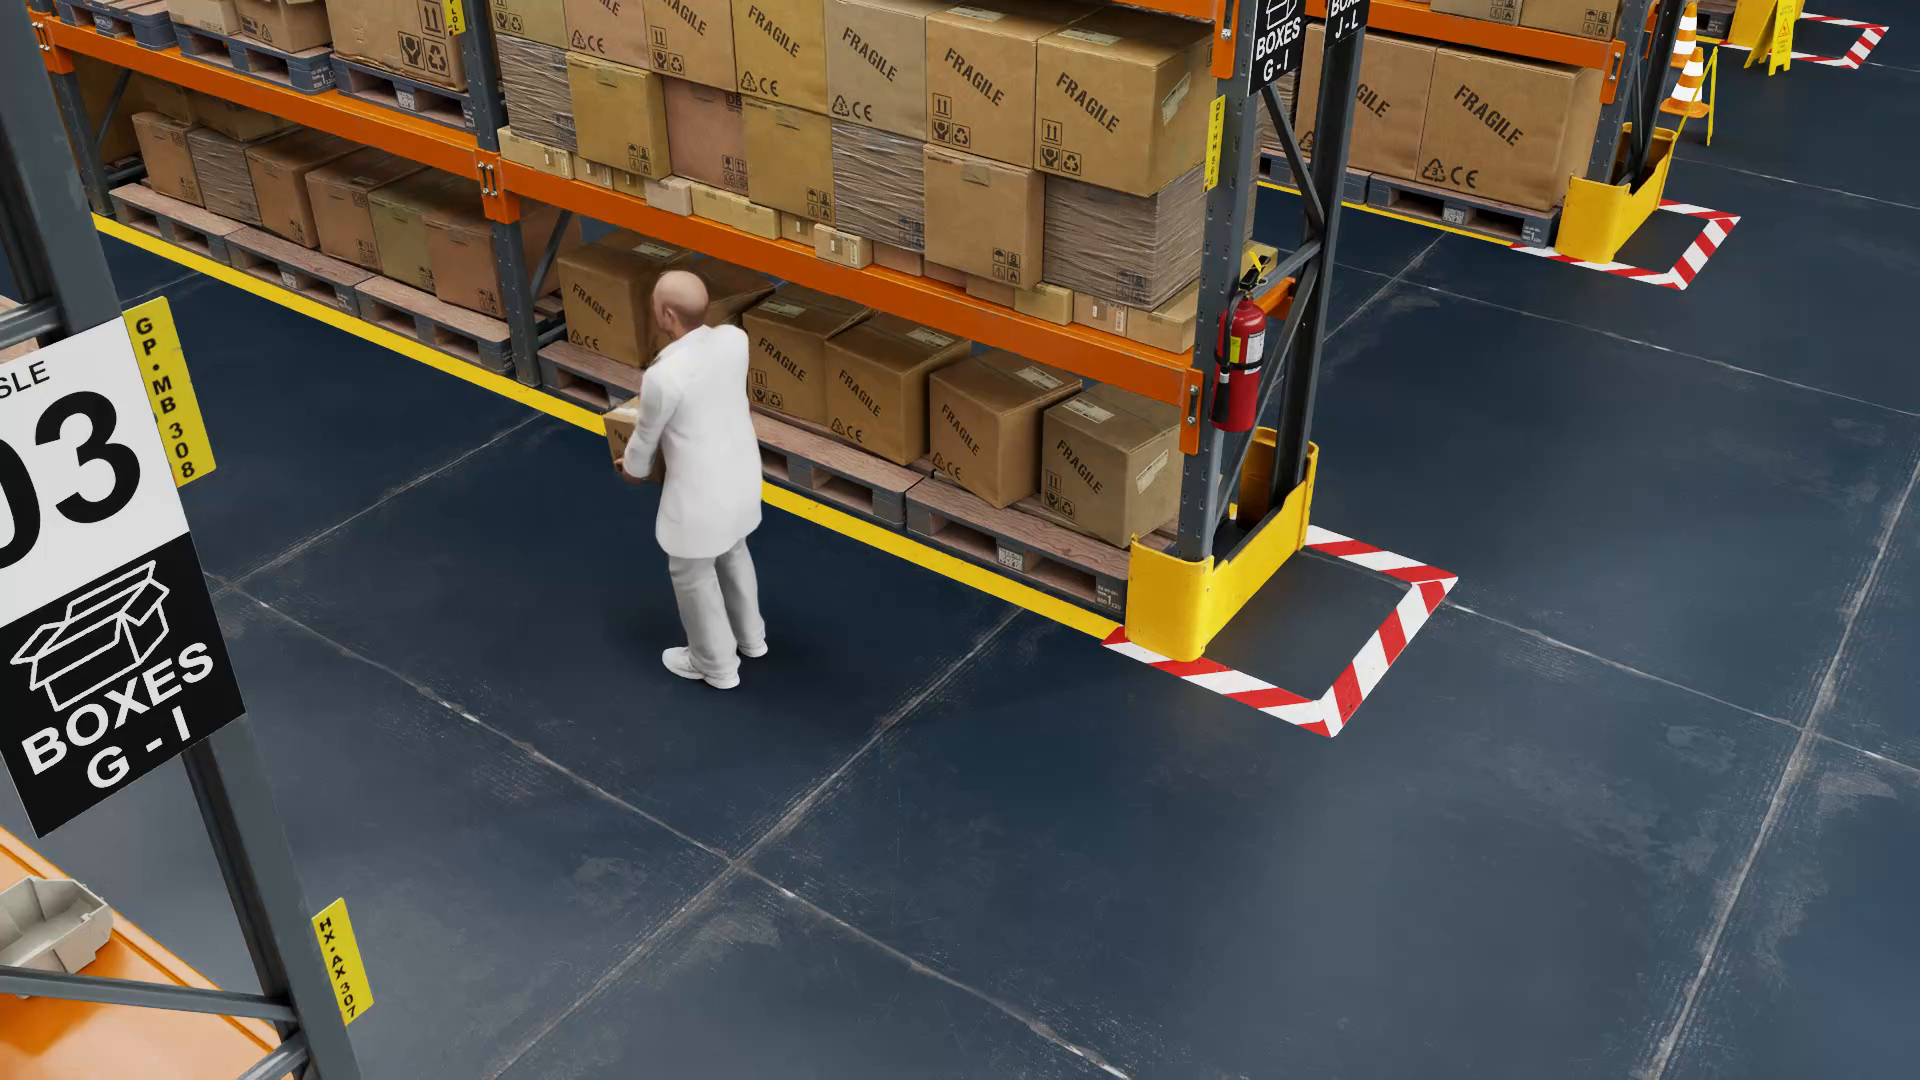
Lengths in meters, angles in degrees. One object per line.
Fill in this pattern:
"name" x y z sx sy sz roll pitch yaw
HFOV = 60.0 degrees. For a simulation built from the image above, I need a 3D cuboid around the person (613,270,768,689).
"person" -1.062 -0.255 6.538 0.569 1.780 0.524 21 39 27
